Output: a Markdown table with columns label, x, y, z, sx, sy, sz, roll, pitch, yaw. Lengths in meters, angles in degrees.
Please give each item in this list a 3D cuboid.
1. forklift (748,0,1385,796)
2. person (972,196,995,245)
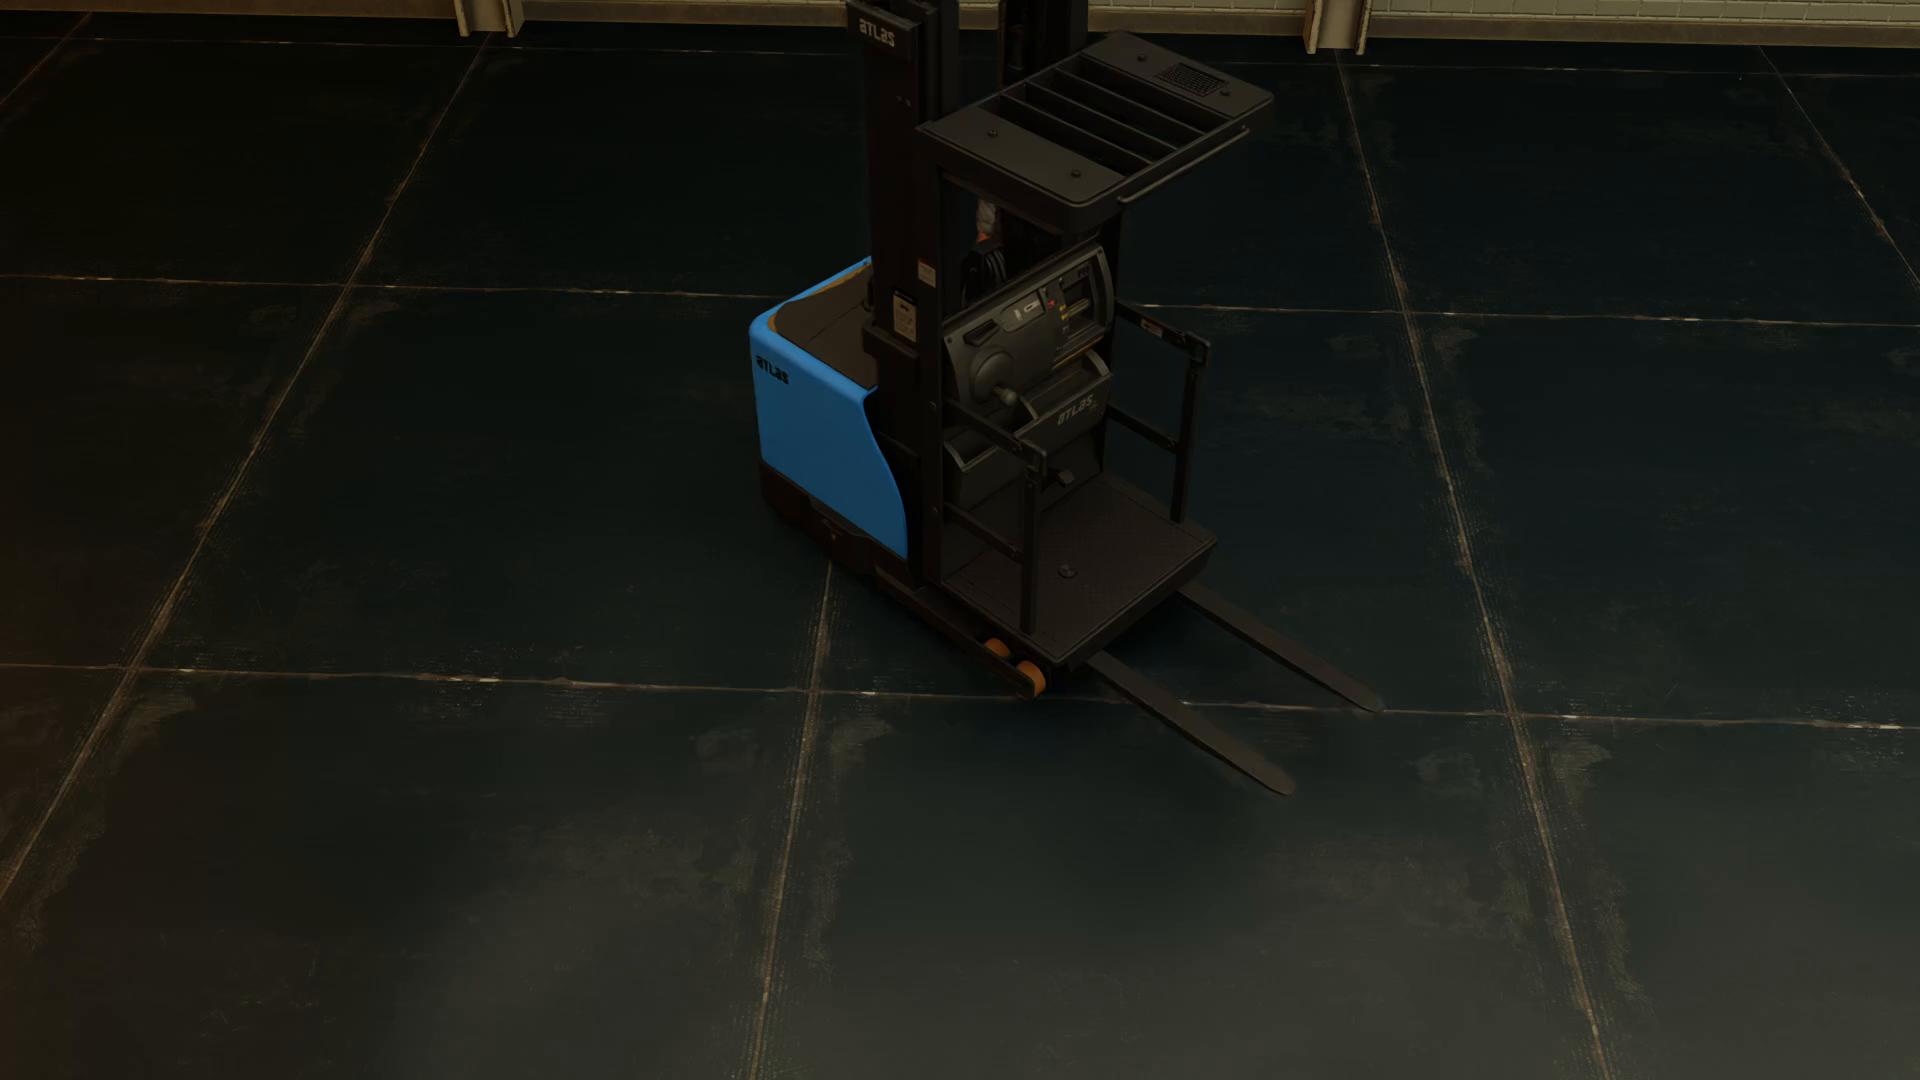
| label | x | y | z | sx | sy | sz | roll | pitch | yaw |
| --- | --- | --- | --- | --- | --- | --- | --- | --- | --- |
| forklift | 0.440 | -0.796 | 6.614 | 3.031 | 2.935 | 1.130 | 34 | 52 | 31 |
| person | 0.292 | -1.686 | 8.534 | 0.407 | 1.693 | 0.850 | 15 | 44 | 16 |
